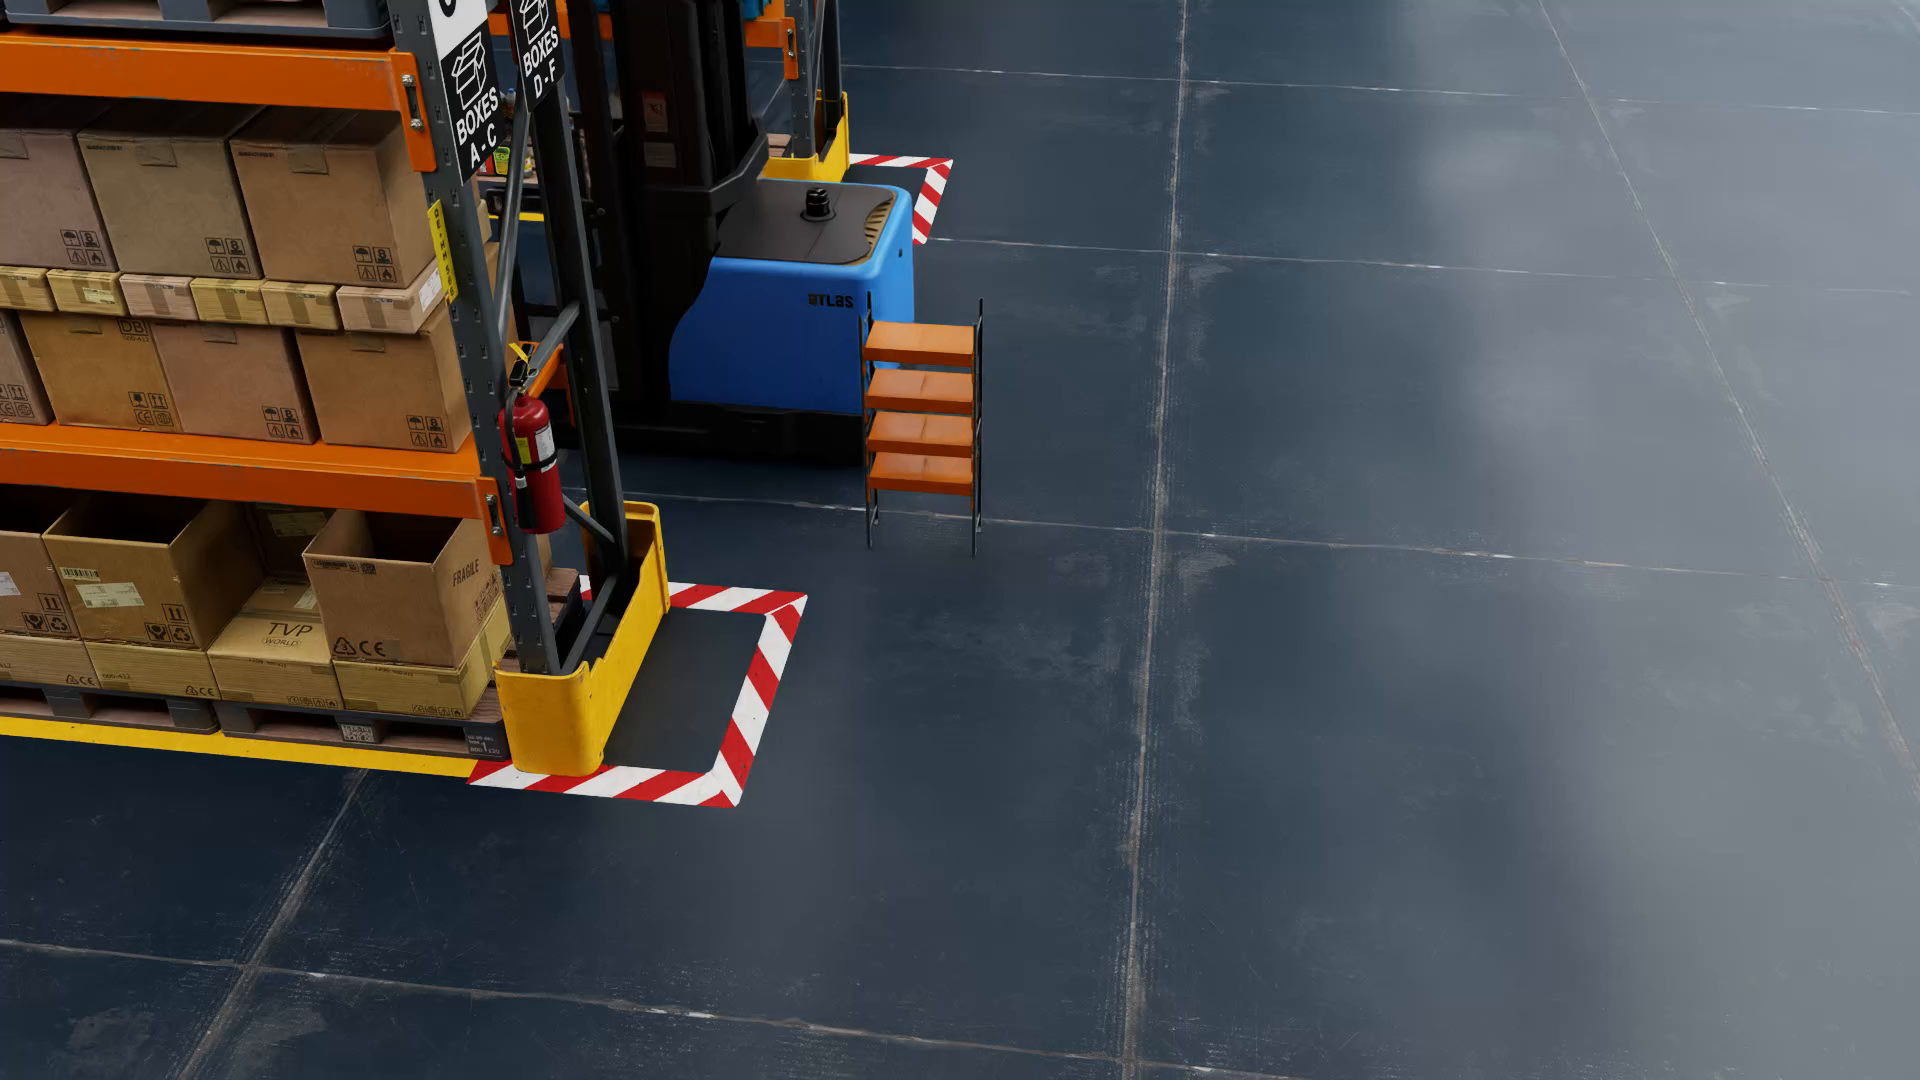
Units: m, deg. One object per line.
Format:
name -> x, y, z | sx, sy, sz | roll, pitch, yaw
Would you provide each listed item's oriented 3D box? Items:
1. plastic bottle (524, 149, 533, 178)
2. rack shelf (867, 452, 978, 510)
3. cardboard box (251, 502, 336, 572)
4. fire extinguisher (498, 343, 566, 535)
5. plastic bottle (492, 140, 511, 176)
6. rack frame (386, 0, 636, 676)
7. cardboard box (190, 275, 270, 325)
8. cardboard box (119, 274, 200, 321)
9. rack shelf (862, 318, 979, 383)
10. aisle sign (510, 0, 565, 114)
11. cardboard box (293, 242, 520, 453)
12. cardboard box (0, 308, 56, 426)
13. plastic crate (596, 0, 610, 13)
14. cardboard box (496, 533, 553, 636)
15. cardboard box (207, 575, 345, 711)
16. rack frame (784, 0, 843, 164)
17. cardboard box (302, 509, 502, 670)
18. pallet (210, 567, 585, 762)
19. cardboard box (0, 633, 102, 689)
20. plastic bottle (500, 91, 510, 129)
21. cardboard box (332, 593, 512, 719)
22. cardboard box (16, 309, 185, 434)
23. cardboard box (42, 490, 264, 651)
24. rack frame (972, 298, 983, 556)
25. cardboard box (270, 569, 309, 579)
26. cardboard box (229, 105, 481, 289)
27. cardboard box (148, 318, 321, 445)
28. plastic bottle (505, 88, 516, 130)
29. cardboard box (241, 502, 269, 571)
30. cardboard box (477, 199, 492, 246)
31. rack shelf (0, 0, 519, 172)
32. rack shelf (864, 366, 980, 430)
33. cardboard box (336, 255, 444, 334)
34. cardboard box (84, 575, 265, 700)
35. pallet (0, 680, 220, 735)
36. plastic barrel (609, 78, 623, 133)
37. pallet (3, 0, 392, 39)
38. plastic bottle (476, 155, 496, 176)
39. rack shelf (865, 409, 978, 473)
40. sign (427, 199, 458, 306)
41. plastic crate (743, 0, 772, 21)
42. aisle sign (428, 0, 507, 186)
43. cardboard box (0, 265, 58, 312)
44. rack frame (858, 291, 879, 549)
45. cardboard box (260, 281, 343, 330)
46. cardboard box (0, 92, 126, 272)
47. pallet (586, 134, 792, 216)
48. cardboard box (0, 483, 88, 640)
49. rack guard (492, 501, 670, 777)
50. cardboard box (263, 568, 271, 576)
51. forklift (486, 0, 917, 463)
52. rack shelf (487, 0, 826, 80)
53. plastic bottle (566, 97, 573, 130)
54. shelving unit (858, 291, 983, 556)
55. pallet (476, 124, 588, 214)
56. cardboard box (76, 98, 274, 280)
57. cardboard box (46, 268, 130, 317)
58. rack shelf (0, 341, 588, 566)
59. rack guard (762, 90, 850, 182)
plastic bottle -> -2.784, -2.423, 10.593 | 0.097, 0.201, 0.097 | 0, 36, 0
rack shelf -> -0.164, -0.284, 7.573 | 0.480, 0.148, 0.258 | 4, 36, 6
cardboard box -> -2.541, -0.207, 6.817 | 0.500, 0.500, 0.500 | 4, 36, 6
fire extinguisher -> -1.483, -0.338, 5.708 | 0.183, 0.674, 0.296 | 4, 36, 6
plastic bottle -> -2.903, -2.455, 10.567 | 0.133, 0.283, 0.061 | 5, 36, 7
rack frame -> -1.541, -0.646, 6.073 | 0.127, 3.000, 1.000 | 4, 36, 6
cardboard box -> -2.458, -0.907, 5.794 | 0.250, 0.149, 0.380 | 4, 36, 5
cardboard box -> -2.707, -0.927, 5.822 | 0.250, 0.149, 0.380 | 5, 36, 7
rack shelf -> -0.164, -0.820, 7.190 | 0.480, 0.148, 0.258 | 4, 36, 6
aisle sign -> -1.437, -1.876, 5.558 | 0.004, 0.787, 0.394 | 4, 36, 6
cardboard box -> -2.003, -0.729, 6.103 | 0.500, 0.500, 0.700 | 4, 36, 6
cardboard box -> -3.539, -0.842, 6.261 | 0.500, 0.500, 0.700 | 5, 36, 7
plastic crate -> -2.085, -3.355, 9.997 | 0.408, 0.251, 0.499 | 4, 36, 6
cardboard box -> -2.045, 0.134, 6.985 | 0.500, 0.250, 0.500 | 4, 36, 6
cardboard box -> -2.608, 0.403, 6.609 | 0.500, 0.250, 0.500 | 4, 36, 6
rack frame -> -0.907, -3.500, 10.072 | 0.127, 3.000, 1.000 | 4, 36, 6
cardboard box -> -2.111, 0.129, 6.347 | 0.500, 0.500, 0.500 | 4, 36, 6
pallet -> -2.305, 0.457, 6.929 | 1.213, 0.211, 1.003 | 4, 36, 6
cardboard box -> -3.600, 0.329, 6.713 | 0.500, 0.250, 0.500 | 4, 36, 6
plastic bottle -> -3.105, -2.915, 11.222 | 0.097, 0.271, 0.097 | 0, 36, 0
cardboard box -> -2.111, 0.433, 6.567 | 0.500, 0.250, 0.500 | 4, 36, 6
cardboard box -> -3.016, -0.805, 6.209 | 0.500, 0.500, 0.700 | 4, 36, 6
cardboard box -> -3.105, 0.063, 6.439 | 0.500, 0.500, 0.500 | 4, 36, 6
rack frame -> 0.078, -0.483, 7.393 | 0.015, 1.200, 0.240 | 4, 36, 6
cardboard box -> -2.541, 0.100, 7.034 | 0.500, 0.250, 0.500 | 4, 36, 6
cardboard box -> -2.055, -1.261, 5.731 | 0.500, 0.500, 0.700 | 4, 36, 6
cardboard box -> -2.524, -0.765, 6.153 | 0.500, 0.500, 0.700 | 5, 36, 7
plastic bottle -> -3.005, -2.907, 11.211 | 0.097, 0.271, 0.097 | 0, 36, 0
cardboard box -> -3.039, -0.236, 6.859 | 0.500, 0.500, 0.500 | 4, 36, 6
cardboard box -> -1.903, -1.104, 6.070 | 0.250, 0.149, 0.380 | 4, 36, 6
rack shelf -> -3.525, -1.722, 5.618 | 4.000, 0.370, 1.077 | 4, 36, 6
rack shelf -> -0.164, -0.628, 7.328 | 0.480, 0.148, 0.258 | 4, 36, 6
cardboard box -> -1.945, -0.869, 5.741 | 0.250, 0.149, 0.380 | 4, 36, 5
cardboard box -> -3.105, 0.367, 6.659 | 0.500, 0.250, 0.500 | 4, 36, 6
pallet -> -3.512, 0.365, 7.057 | 1.213, 0.211, 1.003 | 4, 36, 6
plastic barrel -> -2.067, -2.700, 10.731 | 0.421, 0.512, 0.421 | 0, 36, 0
pallet -> -2.239, -1.898, 5.322 | 1.213, 0.211, 1.003 | 4, 36, 6
plastic bottle -> -3.031, -2.488, 10.620 | 0.135, 0.276, 0.152 | 5, 36, 6
rack shelf -> -0.164, -0.446, 7.458 | 0.480, 0.148, 0.258 | 4, 36, 6
sign -> -1.624, -0.902, 5.231 | 0.005, 0.325, 0.100 | 4, 36, 6
plastic crate -> -1.441, -3.304, 9.925 | 0.616, 0.251, 0.499 | 4, 36, 6
aisle sign -> -1.514, -1.530, 5.074 | 0.004, 0.787, 0.394 | 4, 36, 6
cardboard box -> -3.229, -0.964, 5.874 | 0.250, 0.149, 0.380 | 5, 36, 7
rack frame -> -0.406, -0.519, 7.444 | 0.015, 1.200, 0.240 | 4, 36, 6
cardboard box -> -2.205, -0.888, 5.767 | 0.250, 0.149, 0.380 | 5, 36, 7
cardboard box -> -3.078, -1.333, 5.833 | 0.500, 0.500, 0.700 | 4, 36, 6
pallet -> -1.793, -2.406, 10.940 | 1.213, 0.211, 1.003 | 4, 36, 6
cardboard box -> -3.601, 0.026, 6.492 | 0.500, 0.500, 0.500 | 4, 36, 6
rack guard -> -1.518, 0.373, 6.797 | 0.348, 0.500, 1.175 | 4, 36, 6
cardboard box -> -3.037, 0.062, 7.086 | 0.500, 0.250, 0.500 | 4, 36, 6
forklift -> -1.791, -1.963, 7.978 | 3.031, 2.935, 1.130 | 5, 36, 7
rack shelf -> -2.891, -3.355, 10.488 | 4.000, 0.370, 1.077 | 4, 36, 6
plastic bottle -> -2.665, -2.882, 11.176 | 0.097, 0.271, 0.097 | 0, 36, 0
shelving unit -> -0.164, -0.501, 7.419 | 0.503, 1.200, 0.258 | 4, 36, 6
pallet -> -3.000, -2.498, 11.069 | 1.213, 0.211, 1.003 | 4, 36, 6
cardboard box -> -2.578, -1.296, 5.781 | 0.500, 0.500, 0.700 | 3, 36, 5
cardboard box -> -2.968, -0.946, 5.848 | 0.250, 0.149, 0.380 | 5, 36, 7
rack shelf -> -3.525, -0.501, 6.489 | 4.000, 0.370, 1.077 | 4, 36, 6
rack guard -> -0.988, -2.461, 10.768 | 0.348, 0.500, 1.175 | 4, 36, 6
